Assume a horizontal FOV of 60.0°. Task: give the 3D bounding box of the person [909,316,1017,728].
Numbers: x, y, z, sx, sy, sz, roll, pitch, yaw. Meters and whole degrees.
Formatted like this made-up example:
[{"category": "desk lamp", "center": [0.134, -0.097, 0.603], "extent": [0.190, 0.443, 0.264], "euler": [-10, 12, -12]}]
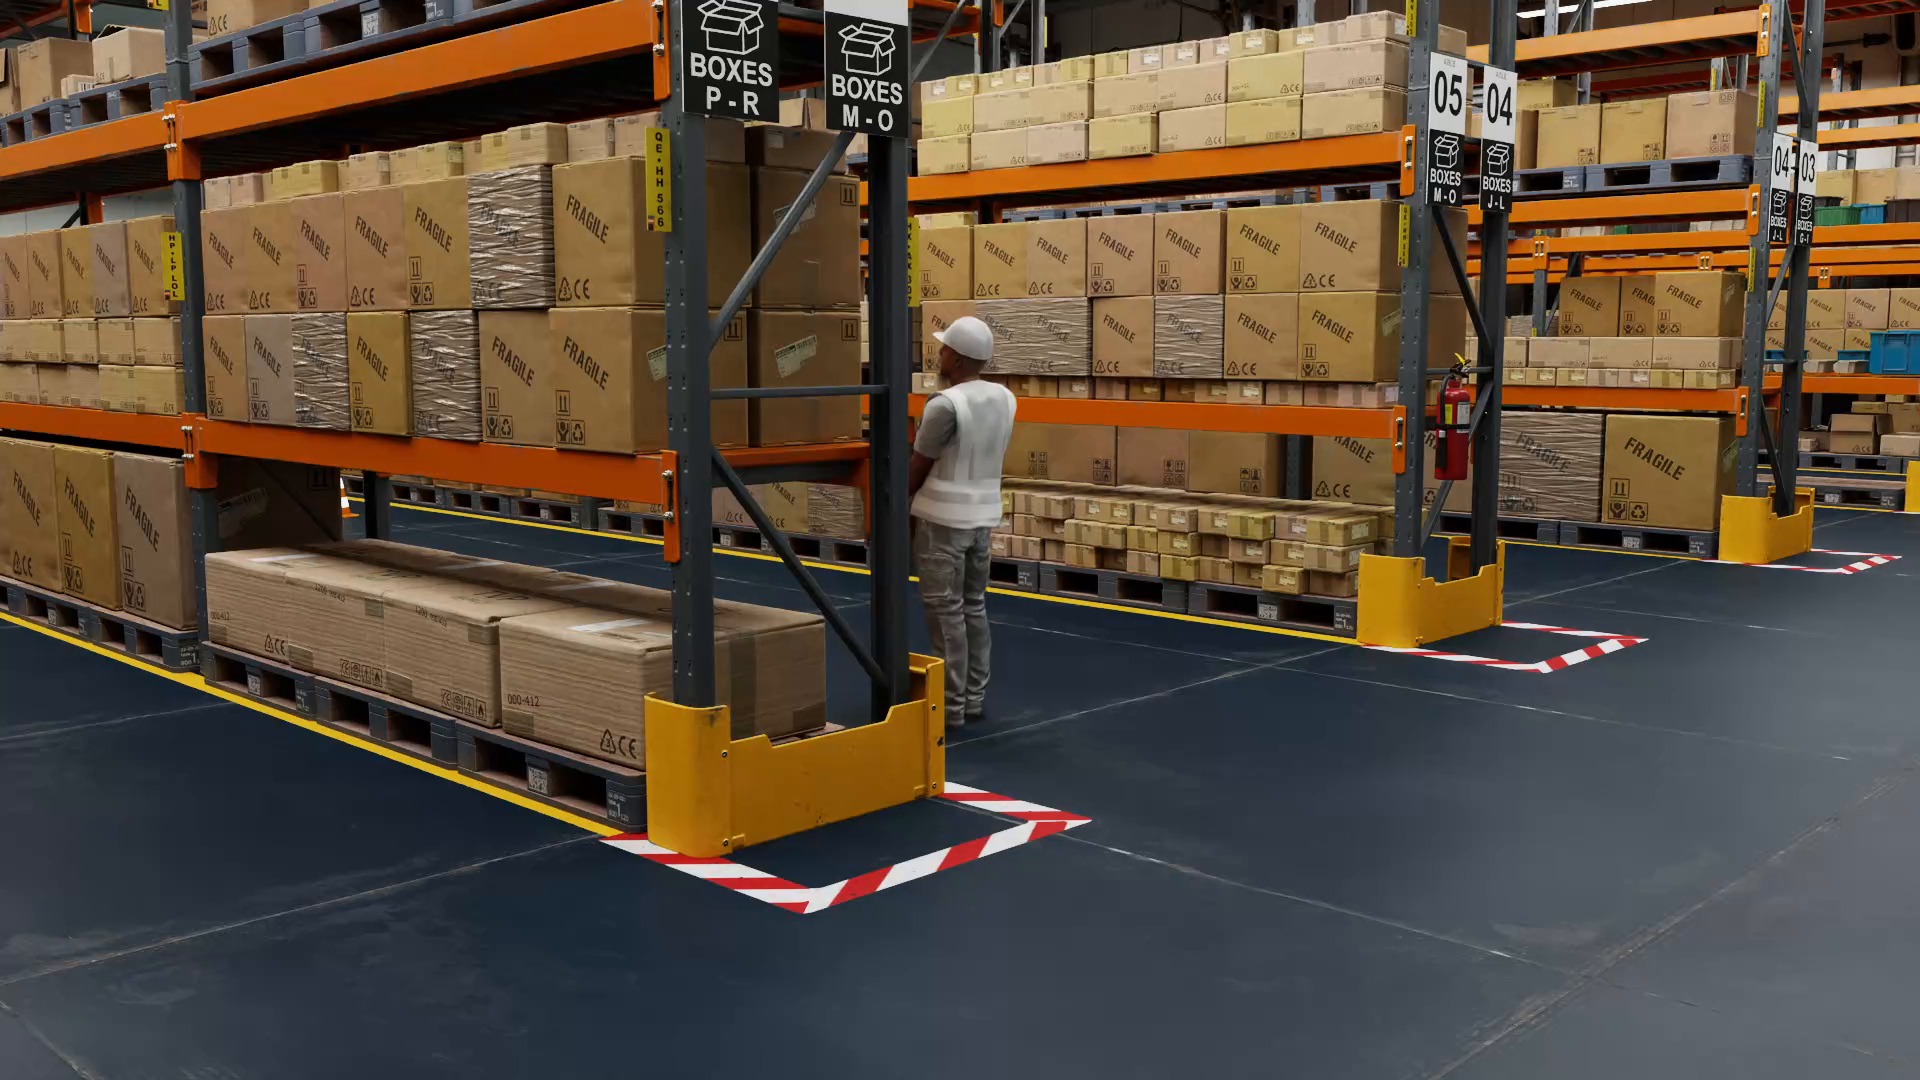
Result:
[{"category": "person", "center": [-0.059, -0.079, 7.286], "extent": [0.531, 1.786, 0.554], "euler": [5, 9, 36]}]
